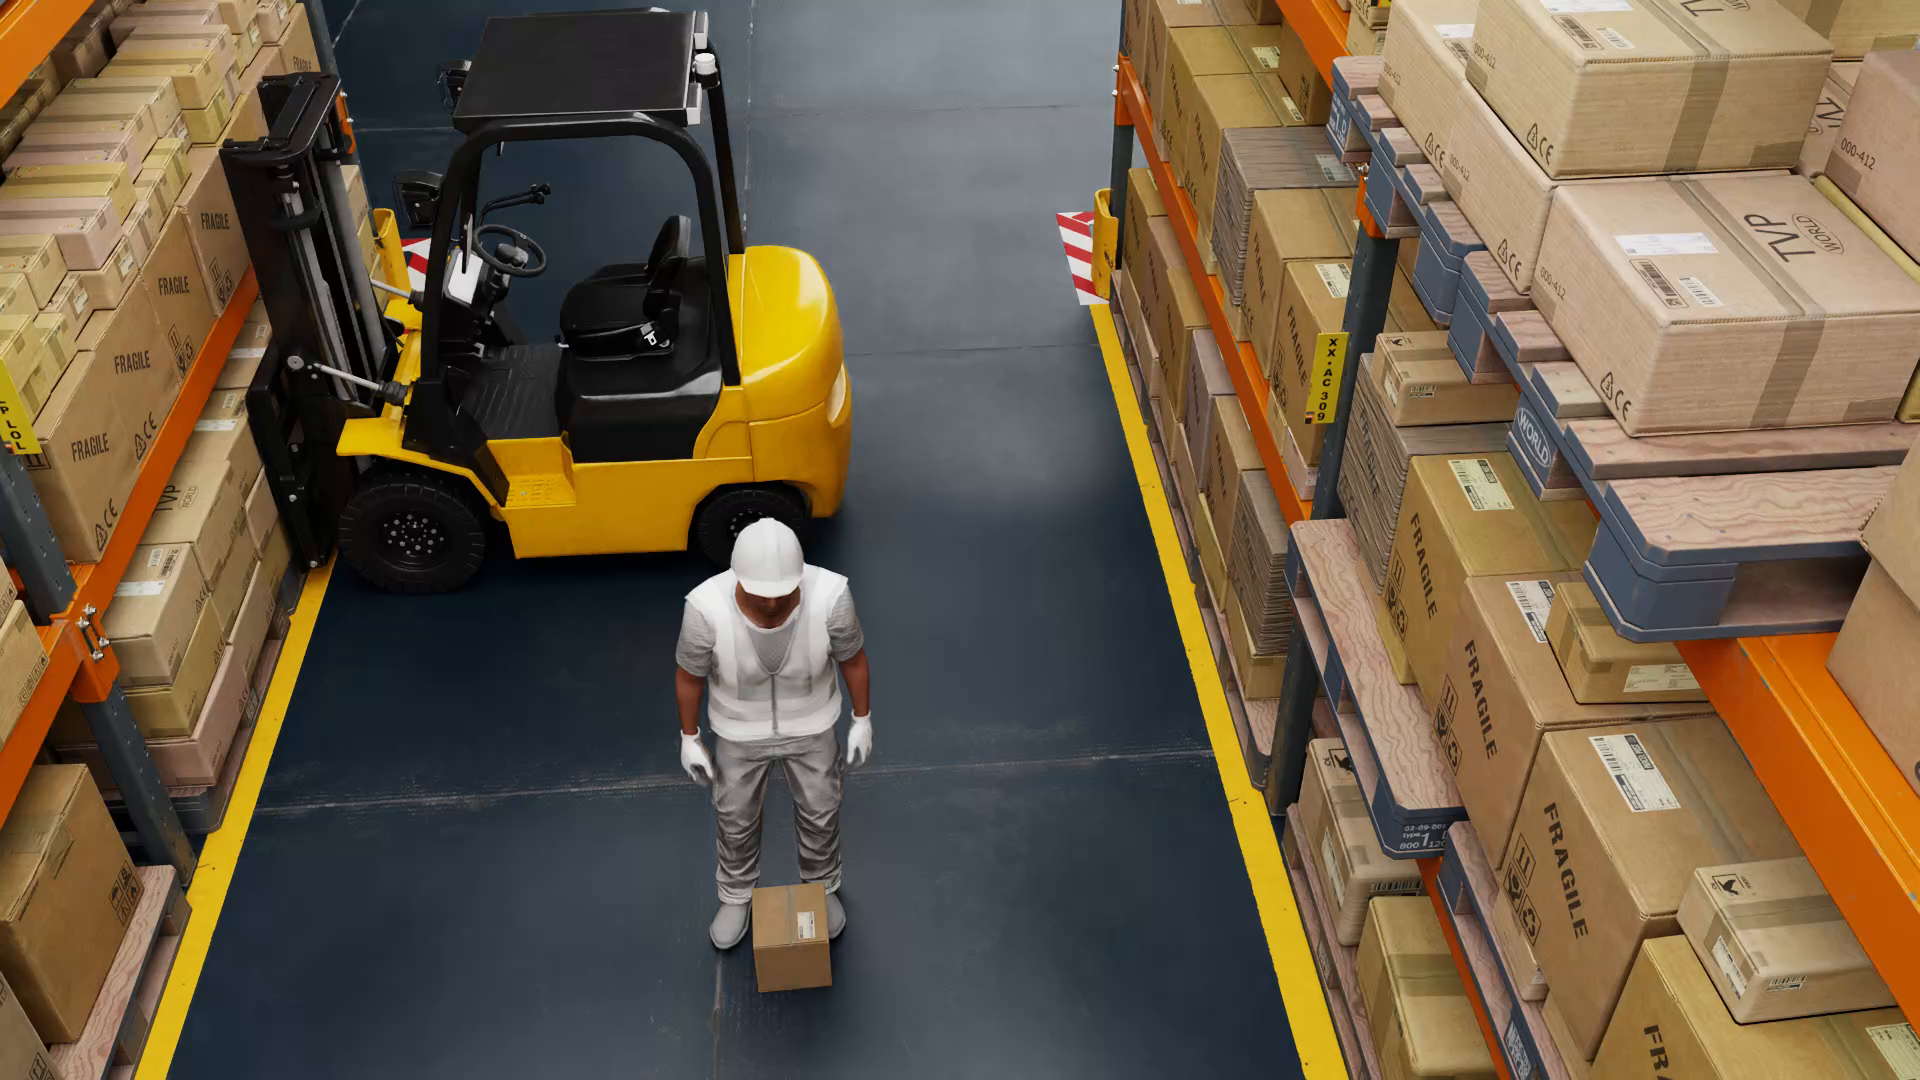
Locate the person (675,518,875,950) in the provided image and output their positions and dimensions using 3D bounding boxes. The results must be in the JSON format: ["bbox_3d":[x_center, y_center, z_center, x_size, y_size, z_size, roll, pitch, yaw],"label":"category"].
[{"bbox_3d":[-0.591,0.618,5.375,0.629,1.775,0.446,-5,39,-6],"label":"person"}]
